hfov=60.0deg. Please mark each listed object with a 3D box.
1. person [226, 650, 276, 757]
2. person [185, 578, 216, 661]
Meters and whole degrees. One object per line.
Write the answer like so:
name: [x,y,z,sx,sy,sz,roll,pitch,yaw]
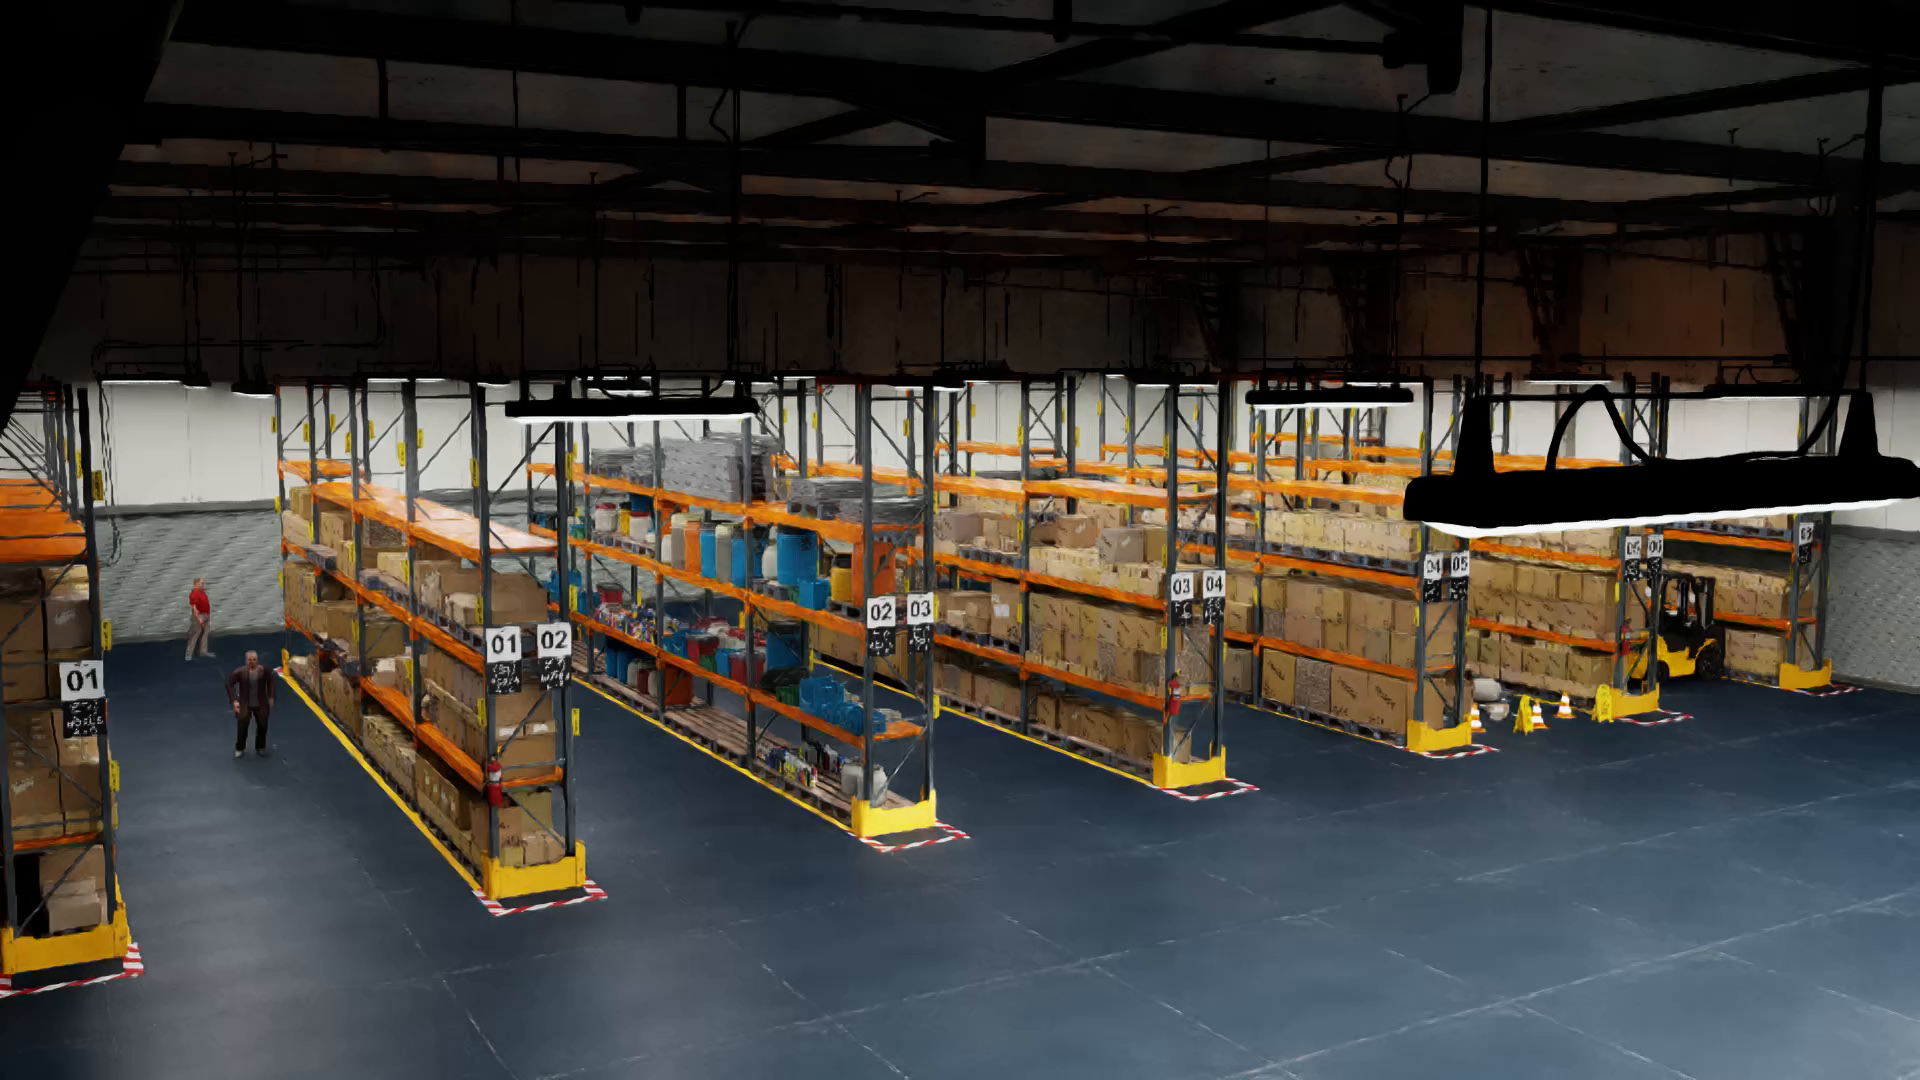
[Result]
person: [-11.253,2.588,26.414,0.729,1.733,0.546,-4,7,-31]
person: [-16.032,1.652,34.950,0.467,1.727,0.727,0,6,0]
